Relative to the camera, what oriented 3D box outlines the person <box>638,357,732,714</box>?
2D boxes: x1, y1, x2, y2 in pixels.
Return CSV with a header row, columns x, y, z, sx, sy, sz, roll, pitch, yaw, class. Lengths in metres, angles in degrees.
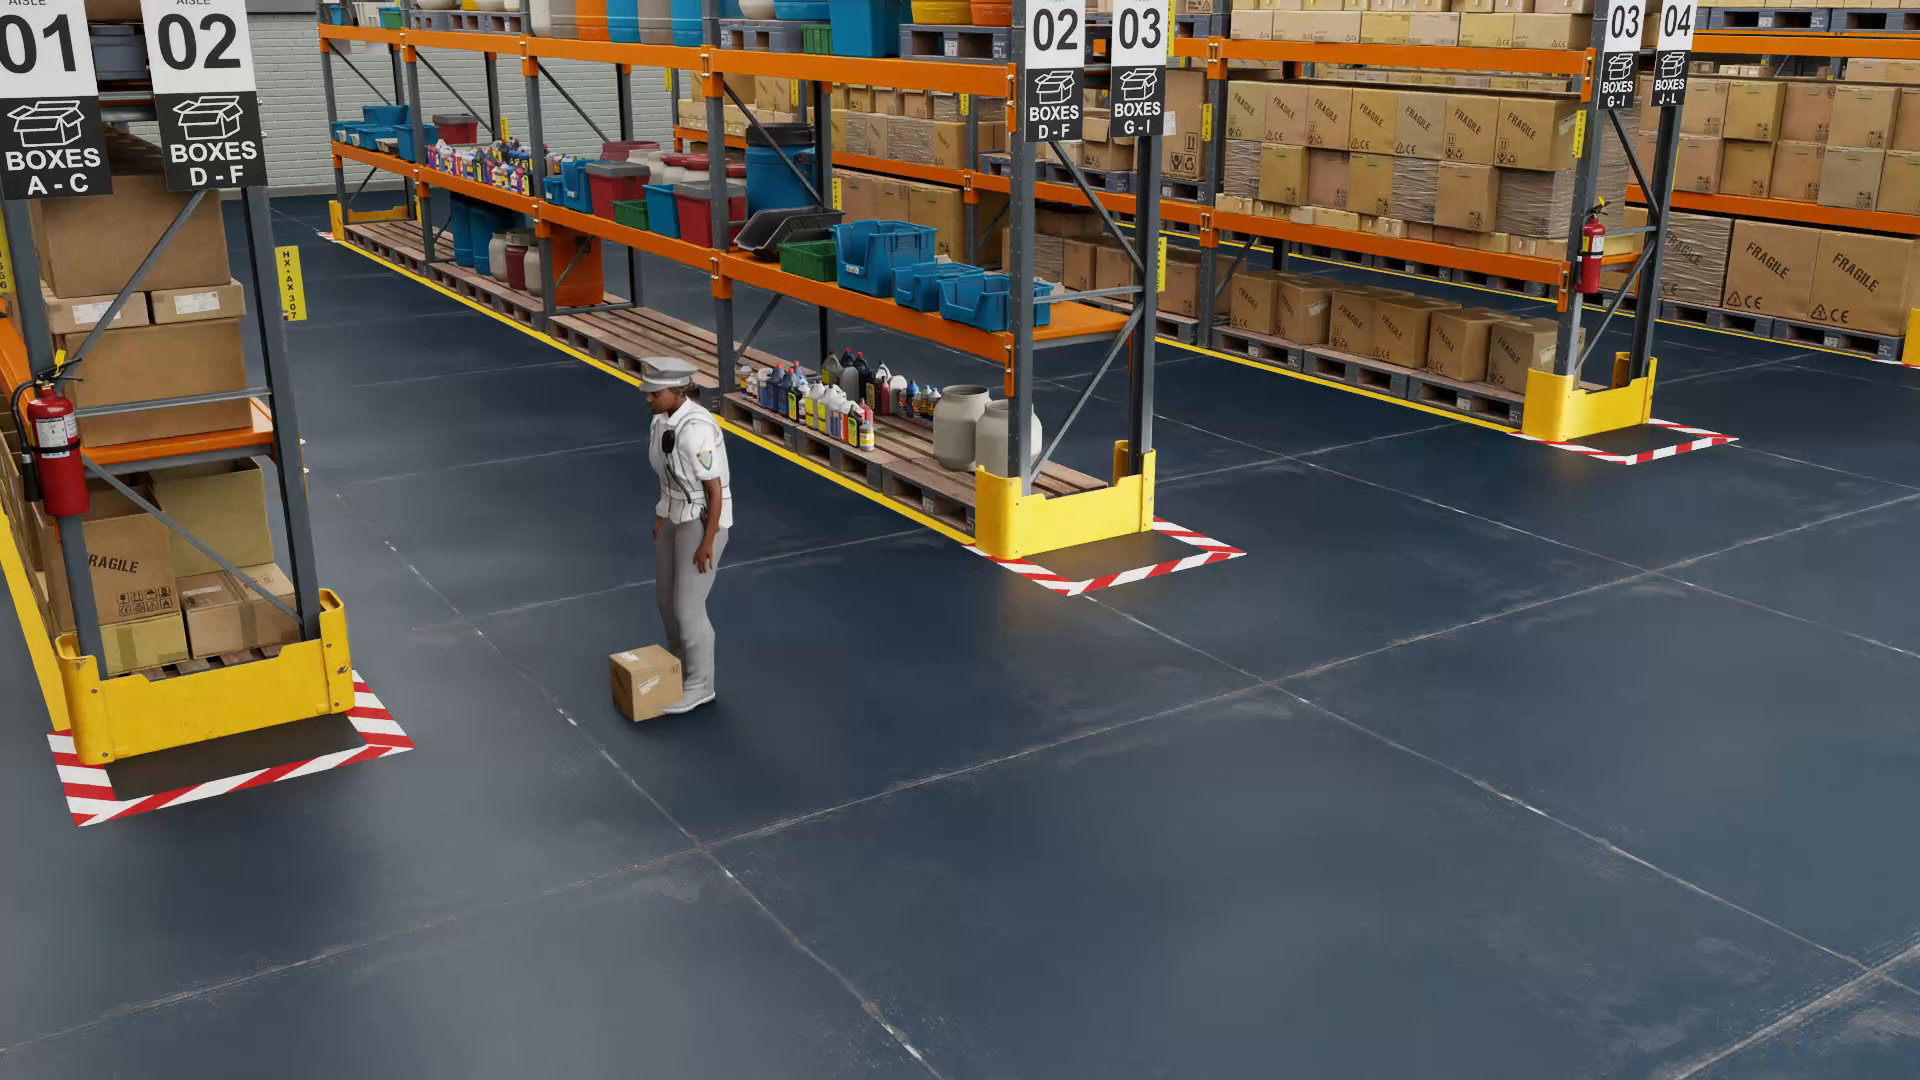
x,y,z,sx,sy,sz,roll,pitch,yaw,class
-1.287,-0.041,7.684,0.427,1.658,0.525,-13,22,-35,person
